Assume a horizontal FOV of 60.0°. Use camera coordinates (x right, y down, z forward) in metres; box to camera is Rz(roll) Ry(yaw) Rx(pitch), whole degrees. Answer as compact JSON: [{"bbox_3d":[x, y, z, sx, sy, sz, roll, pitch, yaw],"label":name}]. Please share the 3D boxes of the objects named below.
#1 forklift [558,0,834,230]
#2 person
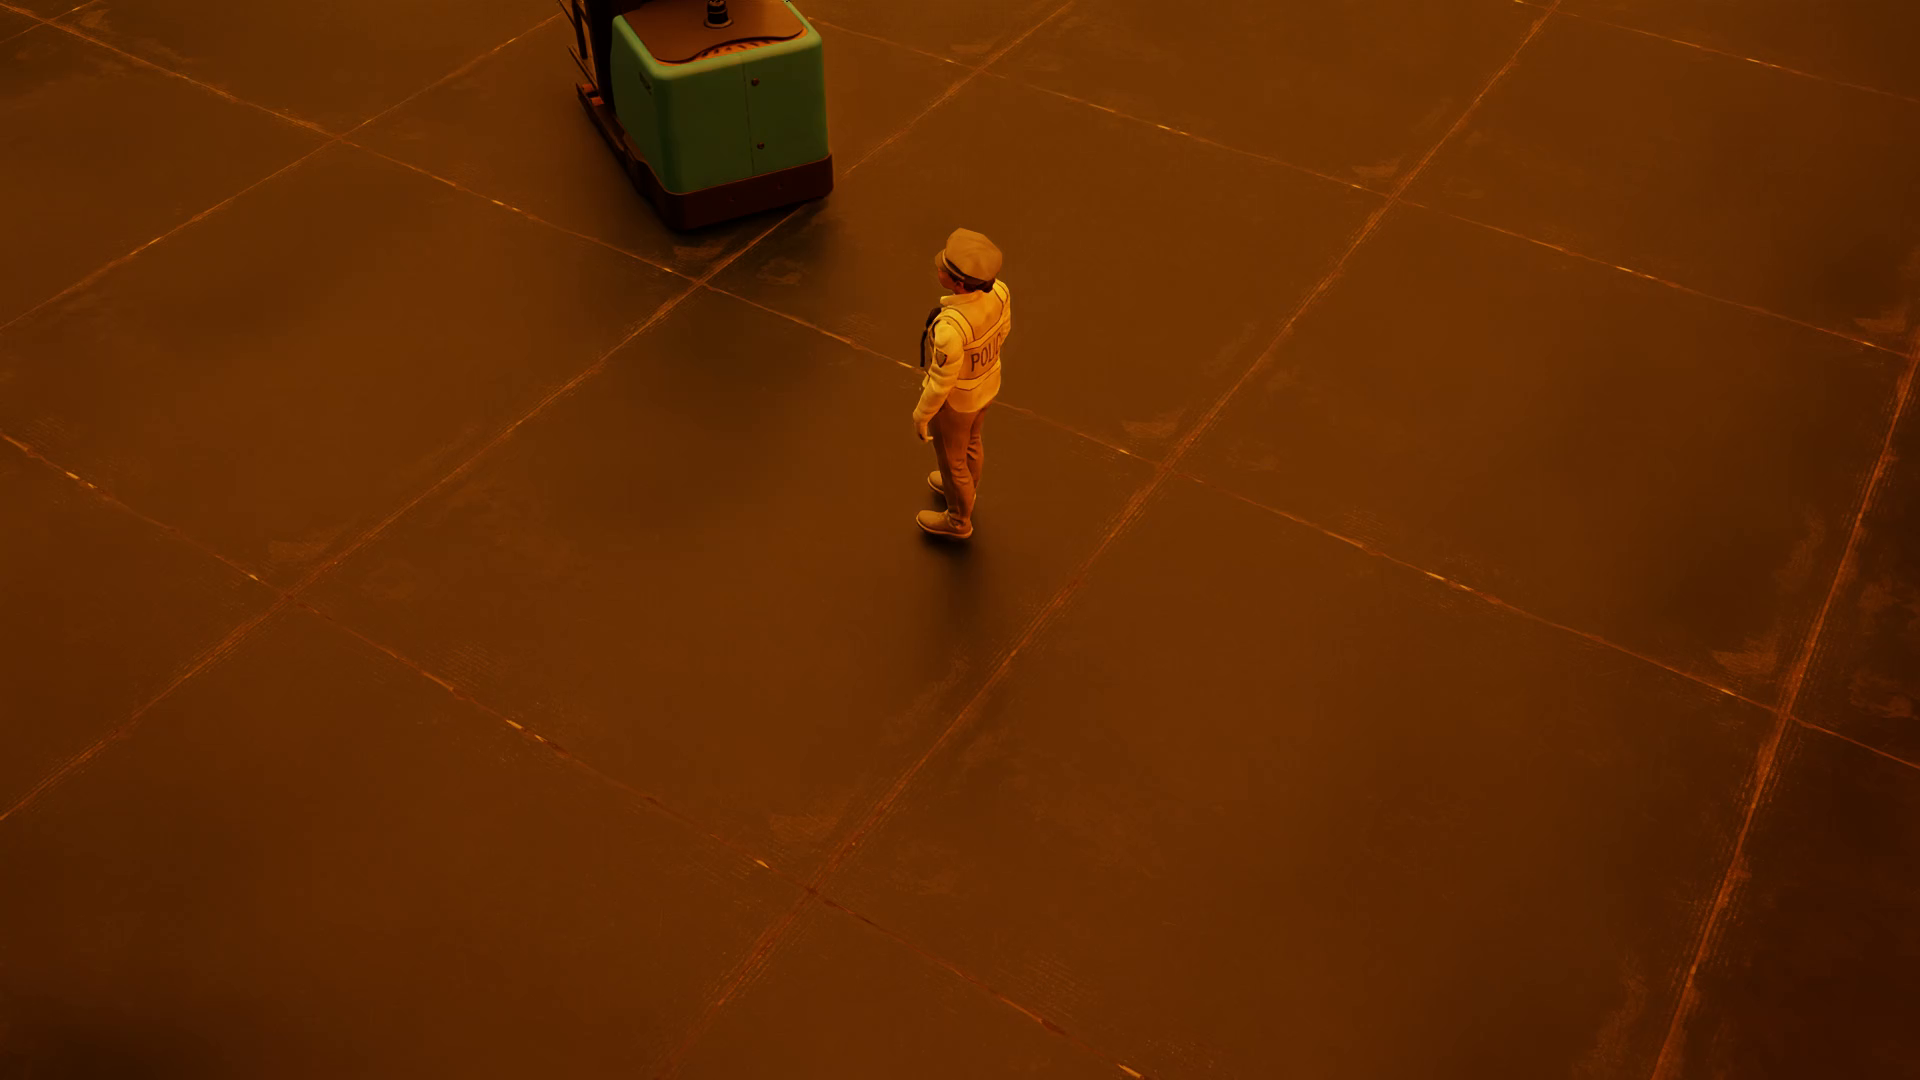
[{"bbox_3d":[-1.869,-3.909,9.971,1.130,2.935,3.031,-19,47,-19],"label":"forklift"},{"bbox_3d":[-0.054,-0.678,7.394,0.531,1.695,0.587,24,48,23],"label":"person"}]
